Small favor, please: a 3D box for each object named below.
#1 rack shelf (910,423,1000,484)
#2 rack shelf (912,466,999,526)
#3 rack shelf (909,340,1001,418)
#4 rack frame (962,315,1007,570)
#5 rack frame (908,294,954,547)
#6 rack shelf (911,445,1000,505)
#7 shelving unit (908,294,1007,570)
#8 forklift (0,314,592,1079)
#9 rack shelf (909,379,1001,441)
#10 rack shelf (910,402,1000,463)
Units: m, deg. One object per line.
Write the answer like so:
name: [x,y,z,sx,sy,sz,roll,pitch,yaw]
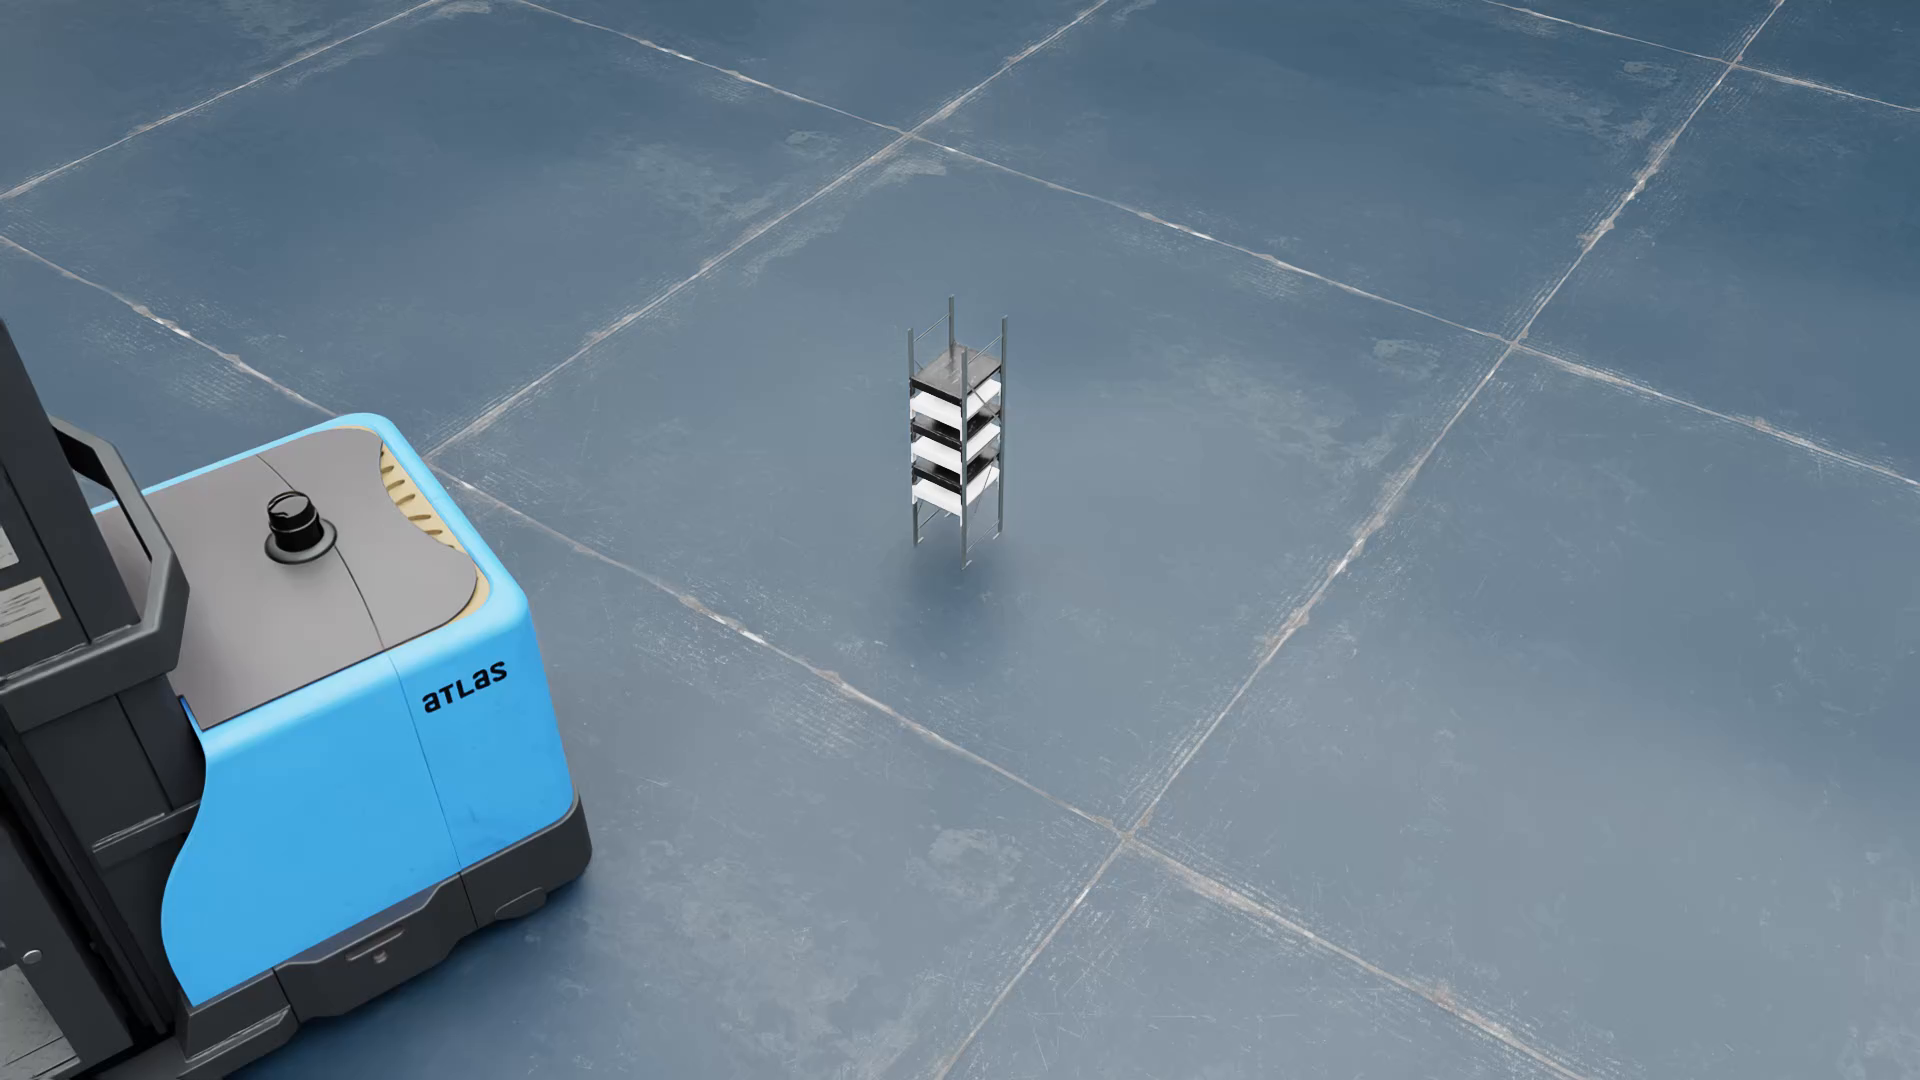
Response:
rack shelf: [-0.007,-0.314,5.476,0.200,0.077,0.258,25,48,25]
rack shelf: [-0.007,-0.179,5.596,0.200,0.077,0.258,25,48,25]
rack shelf: [-0.007,-0.515,5.296,0.200,0.077,0.258,25,48,25]
rack frame: [0.077,-0.300,5.410,0.006,0.900,0.240,25,48,25]
rack frame: [-0.090,-0.377,5.497,0.006,0.900,0.240,25,48,25]
rack shelf: [-0.007,-0.247,5.536,0.200,0.077,0.258,25,48,25]
shelving unit: [-0.007,-0.338,5.453,0.210,0.900,0.258,25,48,25]
forklift: [-2.521,0.173,3.359,3.031,2.935,1.130,-26,48,-26]
rack shelf: [-0.007,-0.448,5.356,0.200,0.077,0.258,25,48,25]
rack shelf: [-0.007,-0.381,5.416,0.200,0.077,0.258,25,48,25]
